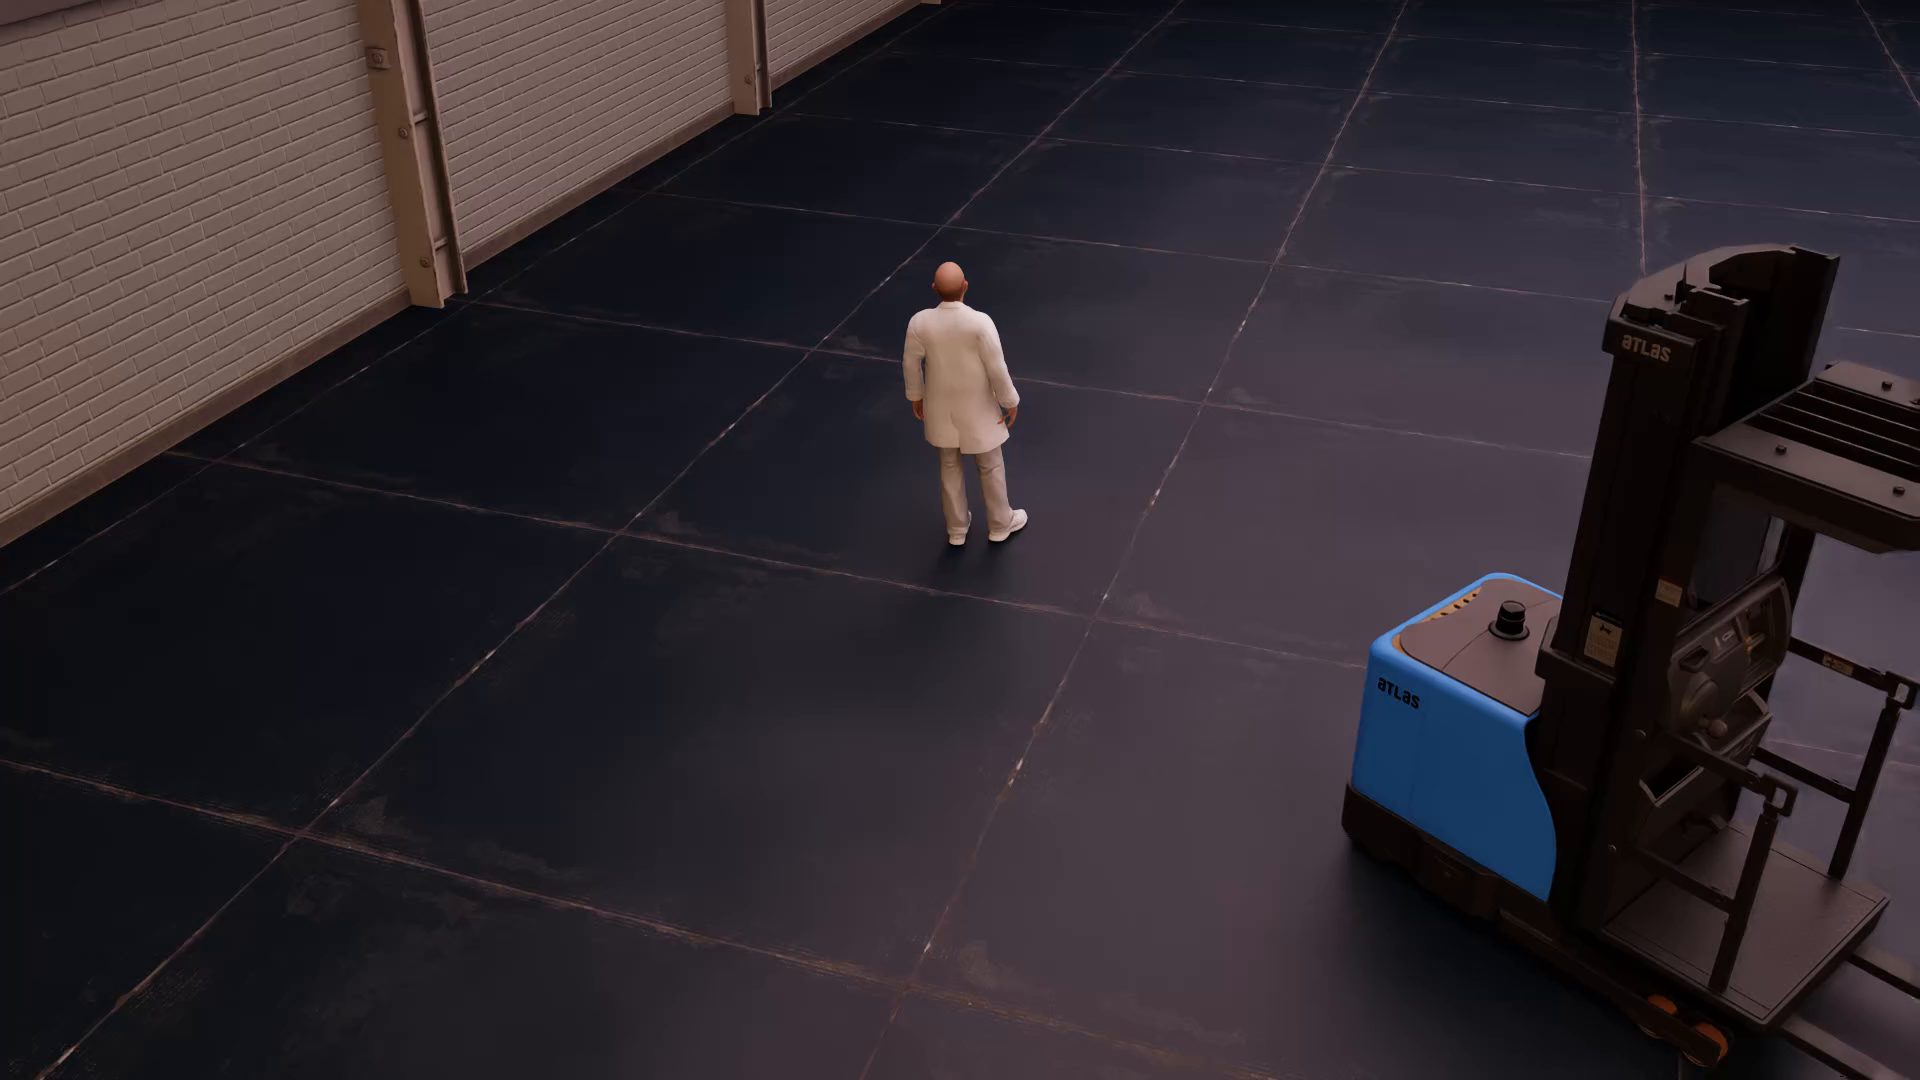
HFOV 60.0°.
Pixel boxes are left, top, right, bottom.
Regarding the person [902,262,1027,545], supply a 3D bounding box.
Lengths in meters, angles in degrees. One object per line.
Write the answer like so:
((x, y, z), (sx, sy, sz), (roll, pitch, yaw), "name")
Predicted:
((0.034, -0.820, 9.725), (0.696, 1.775, 0.581), (10, 31, 16), "person")

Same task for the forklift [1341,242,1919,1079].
((3.097, 0.495, 6.267), (1.130, 2.935, 3.031), (-23, 37, -35), "forklift")
